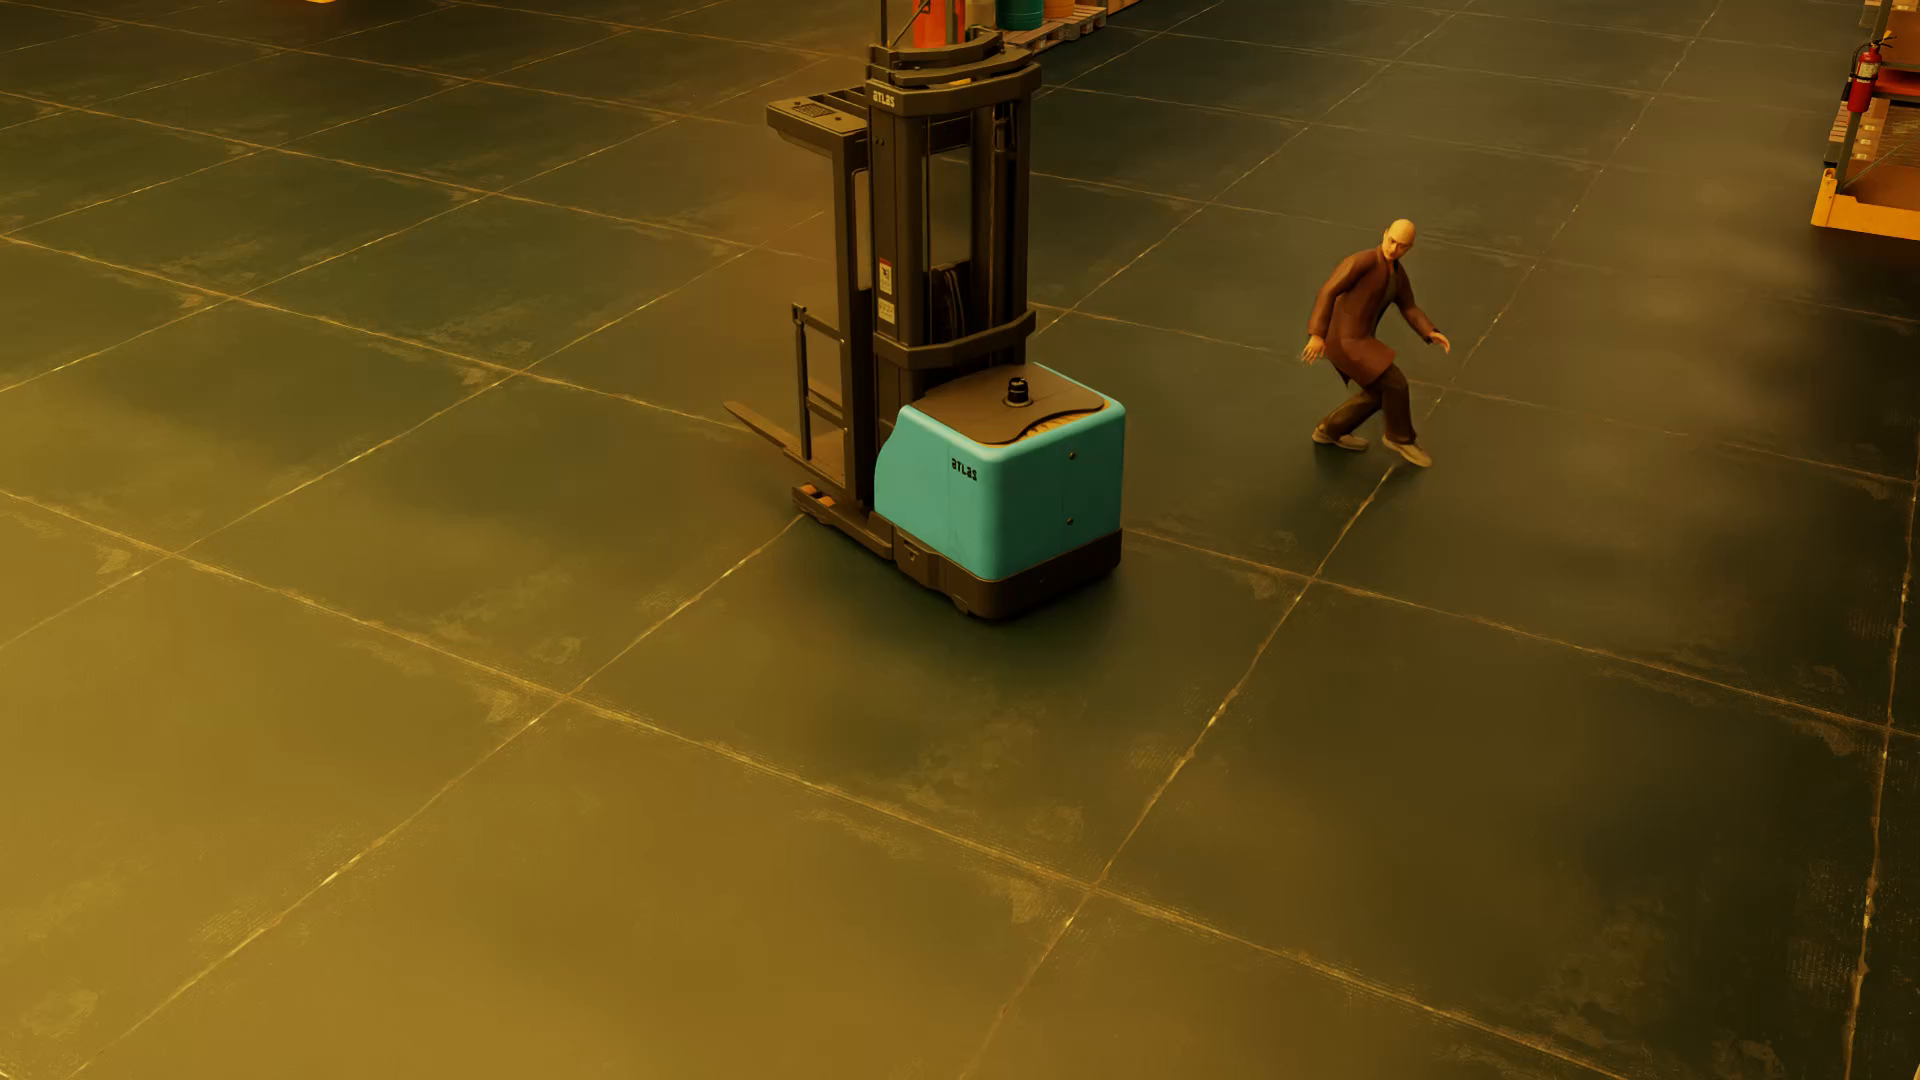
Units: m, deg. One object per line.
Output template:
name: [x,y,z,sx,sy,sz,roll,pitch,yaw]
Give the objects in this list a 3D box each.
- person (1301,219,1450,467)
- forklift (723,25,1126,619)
person: [2.673,-1.211,10.529,0.818,1.604,0.804,15,33,24]
forklift: [-0.382,-1.507,9.682,1.130,2.935,3.031,-22,37,-33]
